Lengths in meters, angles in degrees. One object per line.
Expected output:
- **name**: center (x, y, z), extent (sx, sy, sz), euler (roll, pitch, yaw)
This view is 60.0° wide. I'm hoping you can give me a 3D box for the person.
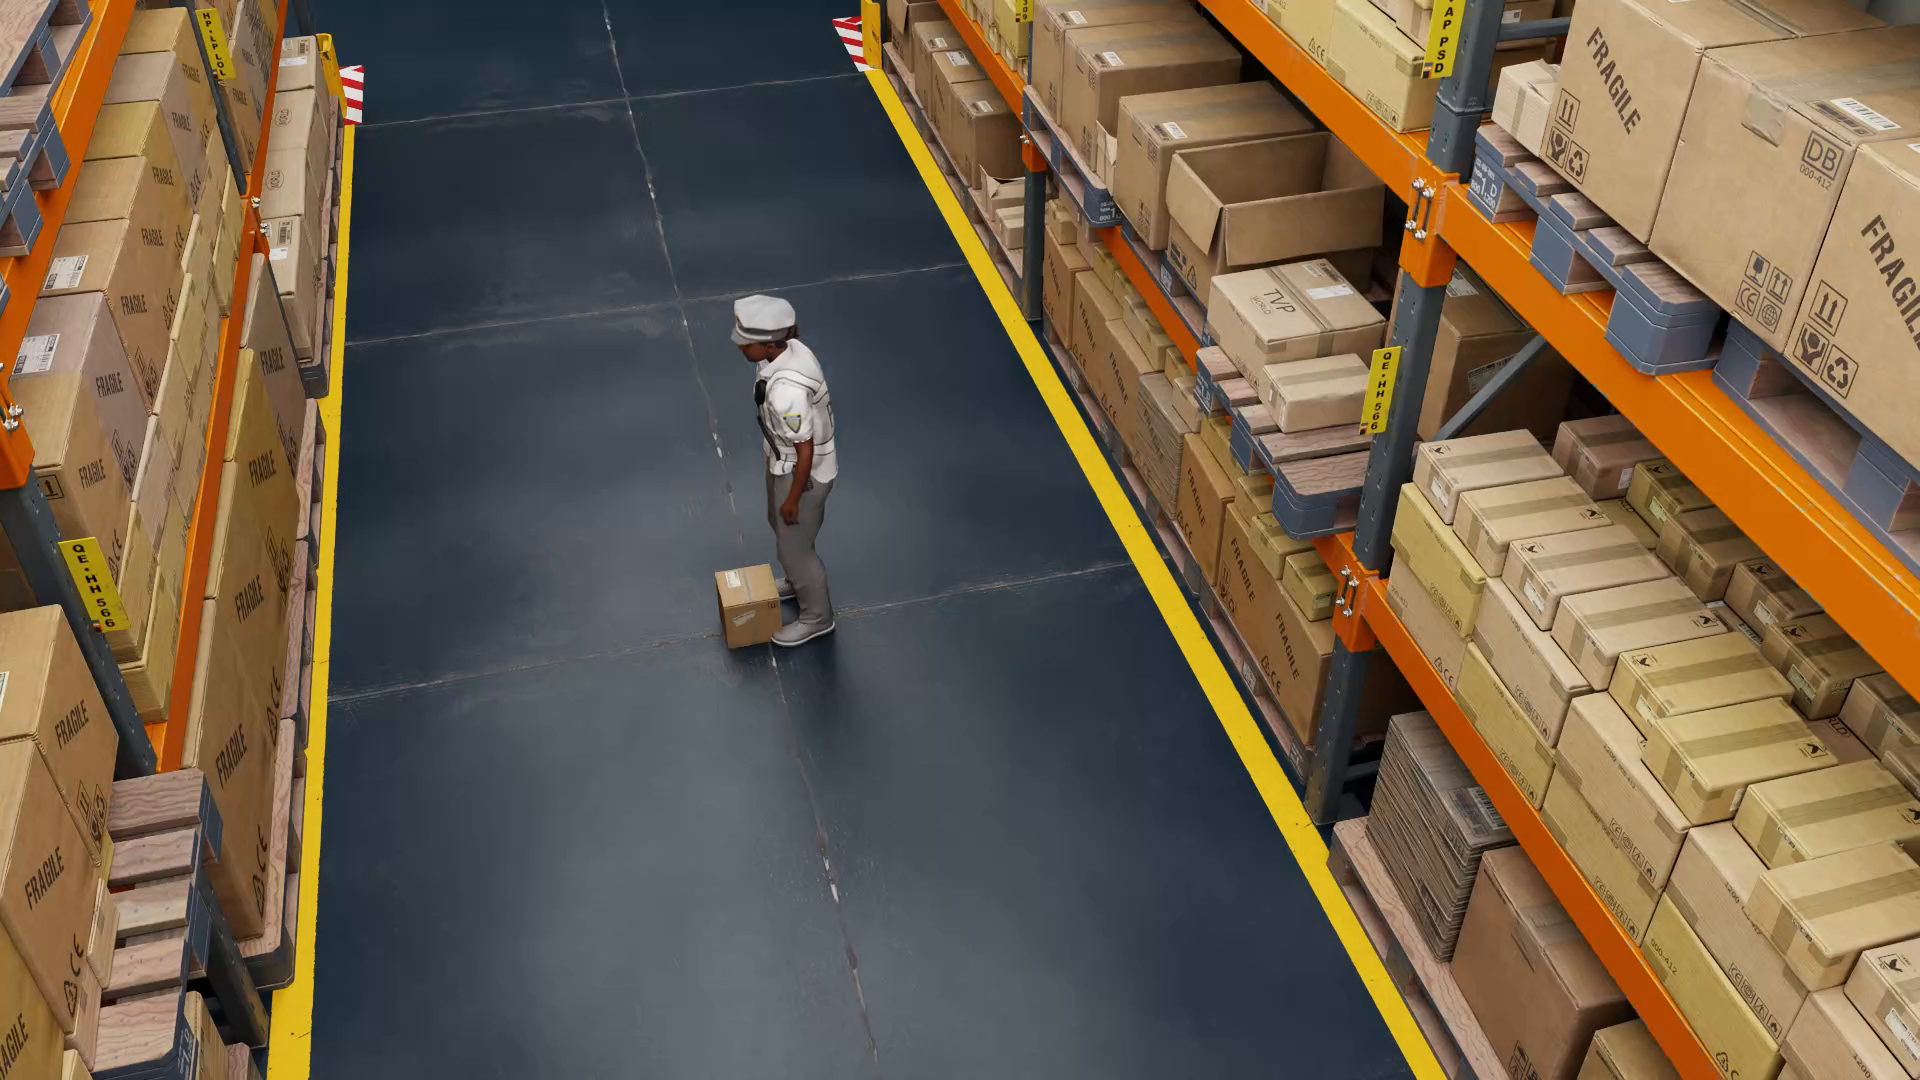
- **person**: center (-0.722, -0.297, 7.090), extent (0.393, 1.657, 0.505), euler (-8, 39, -11)
